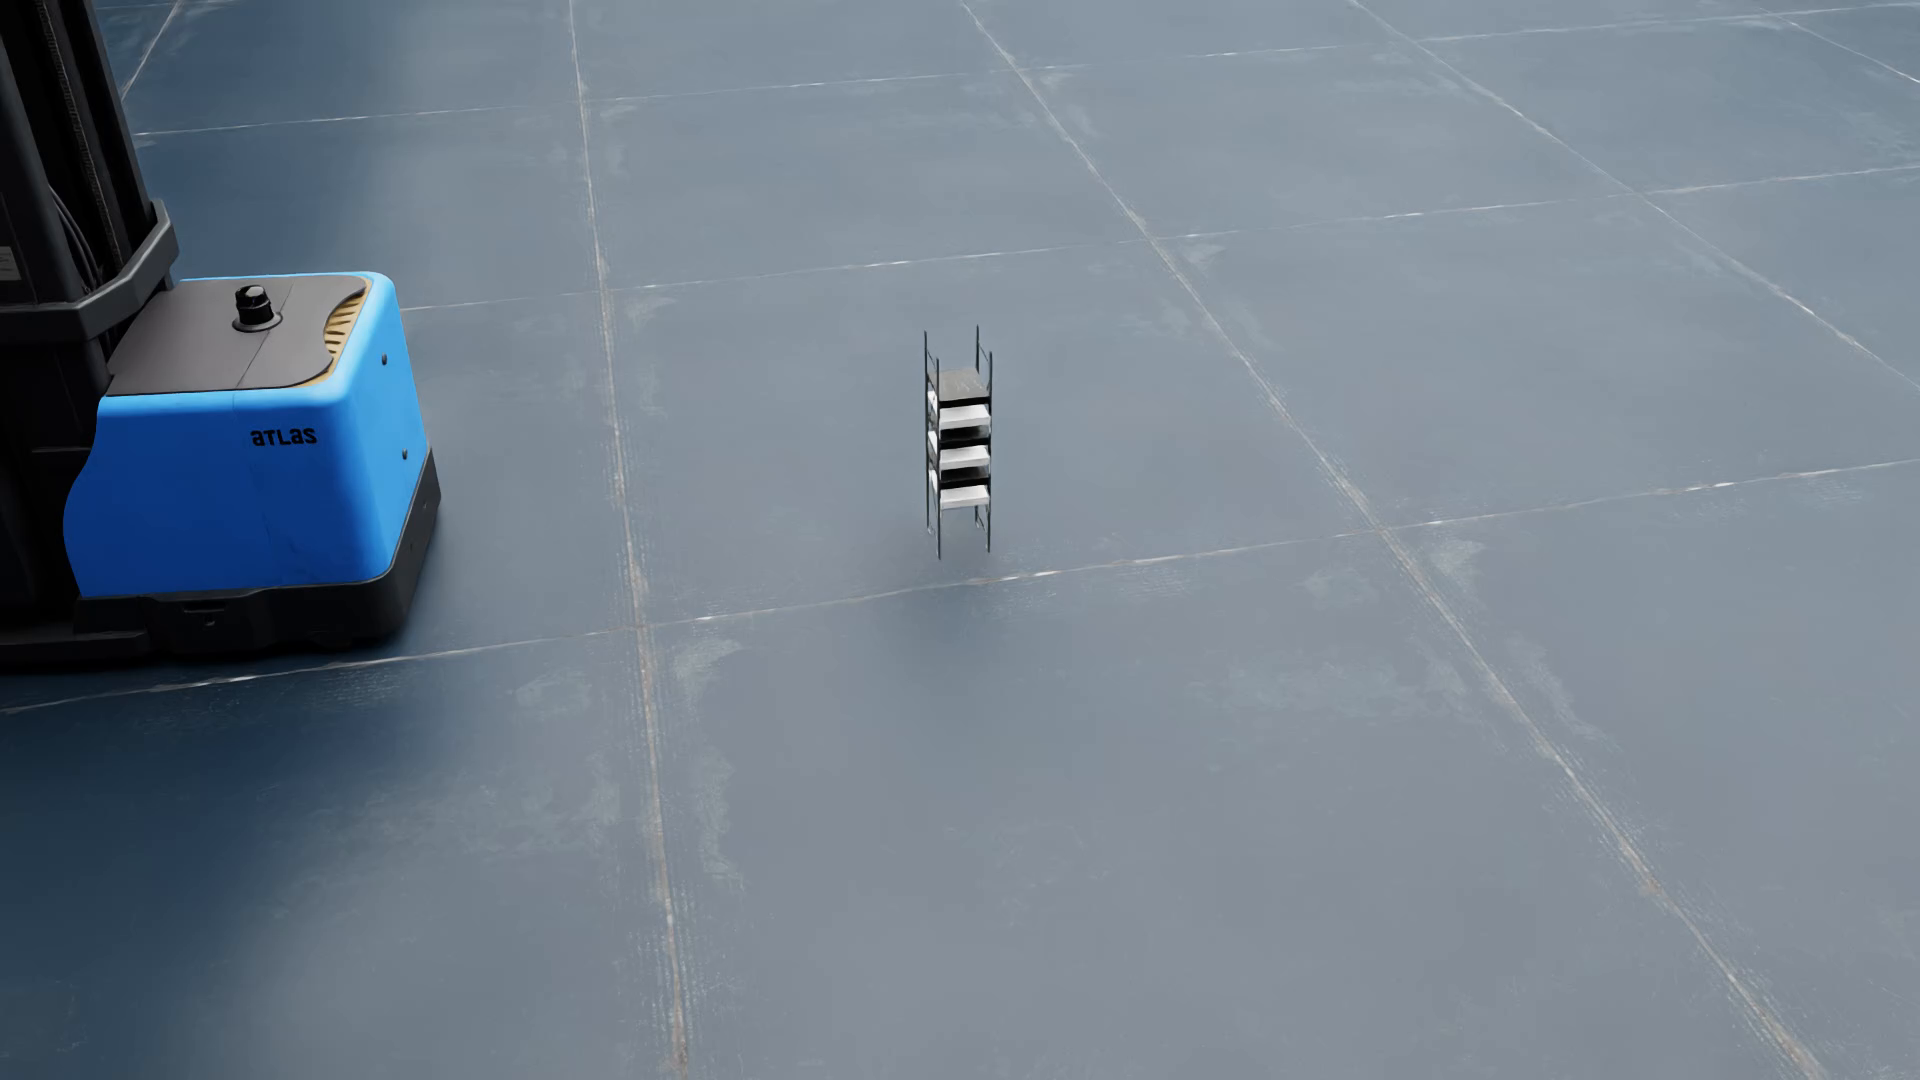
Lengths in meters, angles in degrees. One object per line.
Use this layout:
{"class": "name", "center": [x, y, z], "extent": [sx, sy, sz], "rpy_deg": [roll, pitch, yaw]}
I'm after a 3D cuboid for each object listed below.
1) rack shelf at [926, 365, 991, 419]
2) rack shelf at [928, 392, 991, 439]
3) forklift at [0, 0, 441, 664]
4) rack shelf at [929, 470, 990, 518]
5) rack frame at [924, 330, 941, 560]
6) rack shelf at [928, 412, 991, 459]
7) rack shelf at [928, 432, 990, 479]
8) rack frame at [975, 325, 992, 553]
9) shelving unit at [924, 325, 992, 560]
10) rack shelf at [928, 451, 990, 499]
{"class": "rack shelf", "center": [-0.008, -0.569, 6.366], "extent": [0.200, 0.077, 0.258], "rpy_deg": [-7, 35, -11]}
{"class": "rack shelf", "center": [-0.008, -0.494, 6.416], "extent": [0.200, 0.077, 0.258], "rpy_deg": [-7, 35, -11]}
{"class": "forklift", "center": [-3.612, -1.014, 5.630], "extent": [3.031, 2.935, 1.130], "rpy_deg": [-3, 34, -5]}
{"class": "rack shelf", "center": [-0.008, -0.196, 6.617], "extent": [0.200, 0.077, 0.258], "rpy_deg": [-7, 35, -11]}
{"class": "rack frame", "center": [-0.107, -0.360, 6.479], "extent": [0.006, 0.900, 0.240], "rpy_deg": [-7, 35, -11]}
{"class": "rack shelf", "center": [-0.008, -0.420, 6.466], "extent": [0.200, 0.077, 0.258], "rpy_deg": [-7, 35, -11]}
{"class": "rack shelf", "center": [-0.008, -0.345, 6.516], "extent": [0.200, 0.077, 0.258], "rpy_deg": [-7, 35, -11]}
{"class": "rack frame", "center": [0.091, -0.385, 6.516], "extent": [0.006, 0.900, 0.240], "rpy_deg": [-7, 35, -11]}
{"class": "shelving unit", "center": [-0.008, -0.373, 6.498], "extent": [0.210, 0.900, 0.258], "rpy_deg": [-7, 35, -11]}
{"class": "rack shelf", "center": [-0.008, -0.270, 6.566], "extent": [0.200, 0.077, 0.258], "rpy_deg": [-7, 35, -11]}
